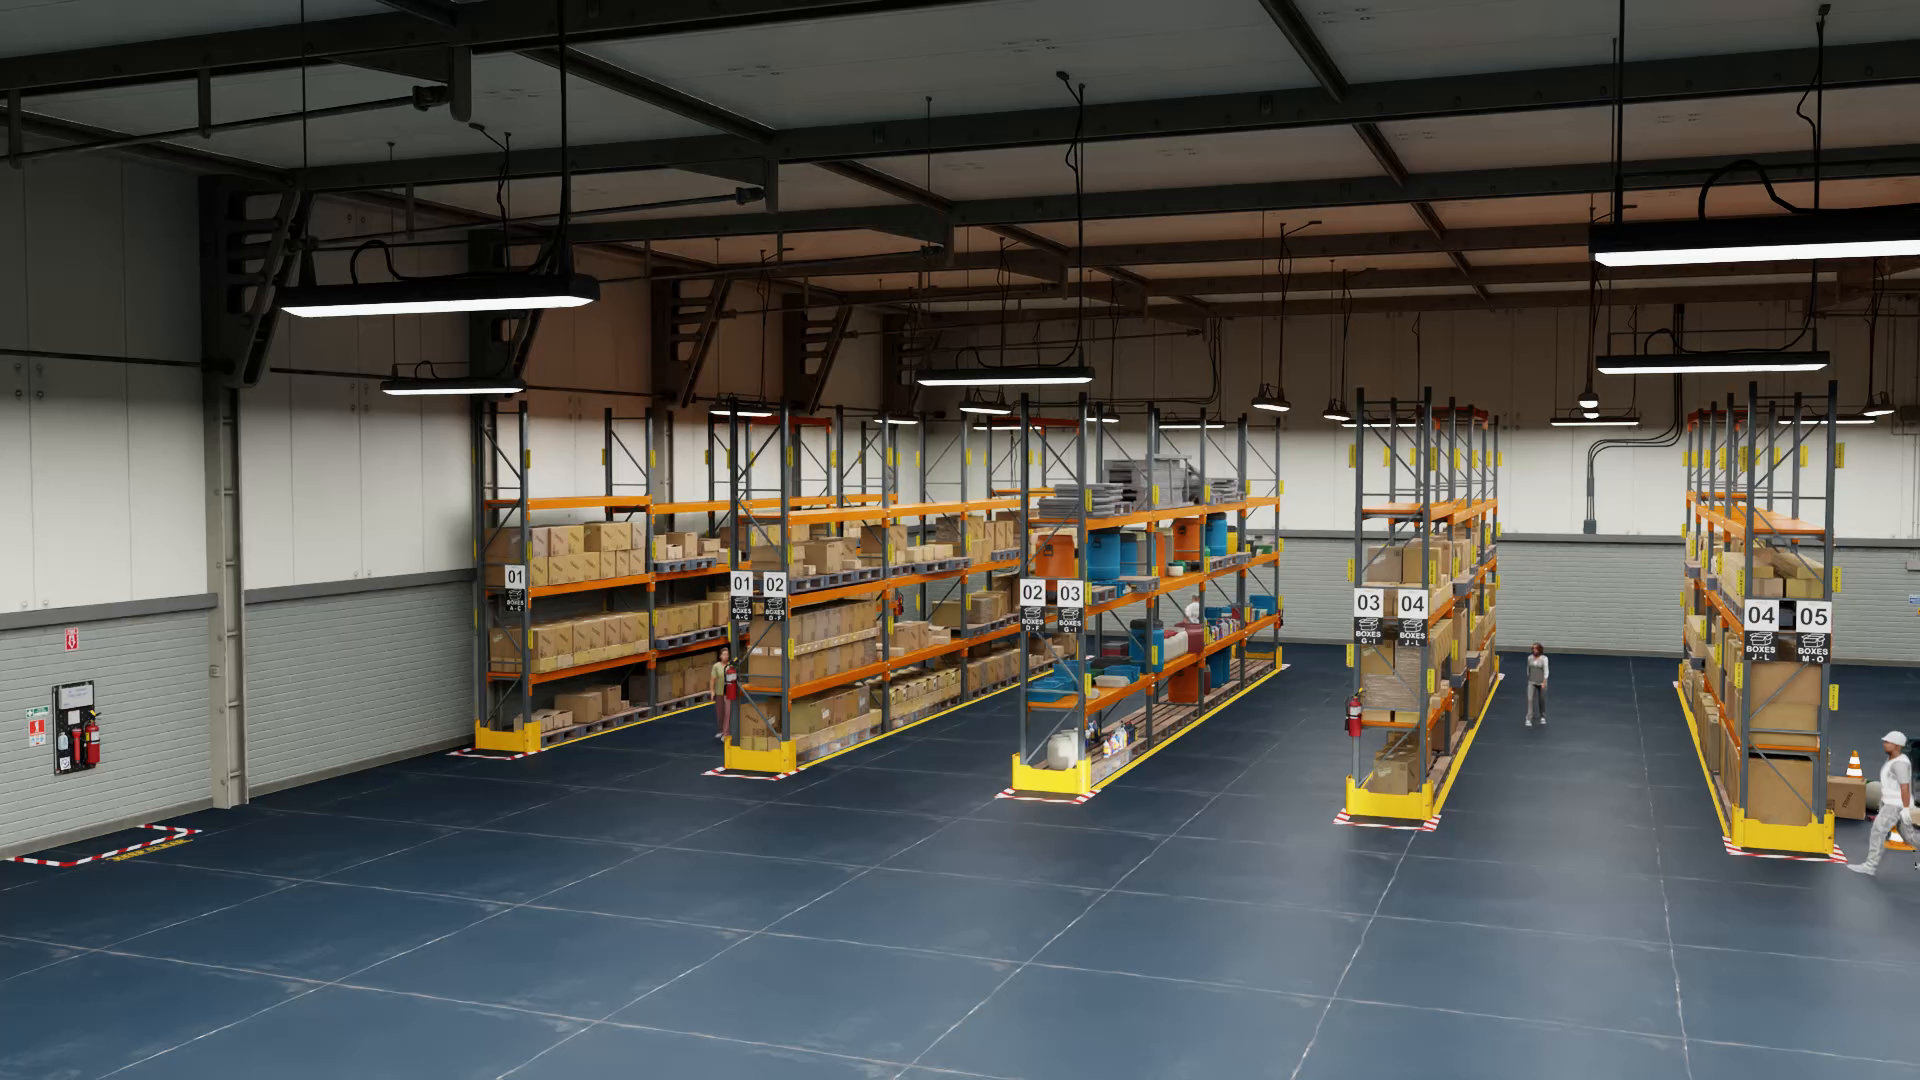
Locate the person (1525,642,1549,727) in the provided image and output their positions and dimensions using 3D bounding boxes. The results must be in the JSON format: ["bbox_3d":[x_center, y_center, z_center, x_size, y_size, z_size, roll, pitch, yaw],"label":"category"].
[{"bbox_3d":[10.763,2.693,31.041,0.432,1.552,0.903,2,3,32],"label":"person"}]

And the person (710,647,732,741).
[{"bbox_3d":[-4.200,2.730,29.447,0.448,1.639,0.860,0,3,-1],"label":"person"}]

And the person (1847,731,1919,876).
[{"bbox_3d":[11.223,3.158,19.889,1.065,1.745,0.555,1,3,22],"label":"person"}]

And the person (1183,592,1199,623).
[{"bbox_3d":[5.660,2.165,40.384,0.703,1.749,0.444,-1,3,-21],"label":"person"}]
